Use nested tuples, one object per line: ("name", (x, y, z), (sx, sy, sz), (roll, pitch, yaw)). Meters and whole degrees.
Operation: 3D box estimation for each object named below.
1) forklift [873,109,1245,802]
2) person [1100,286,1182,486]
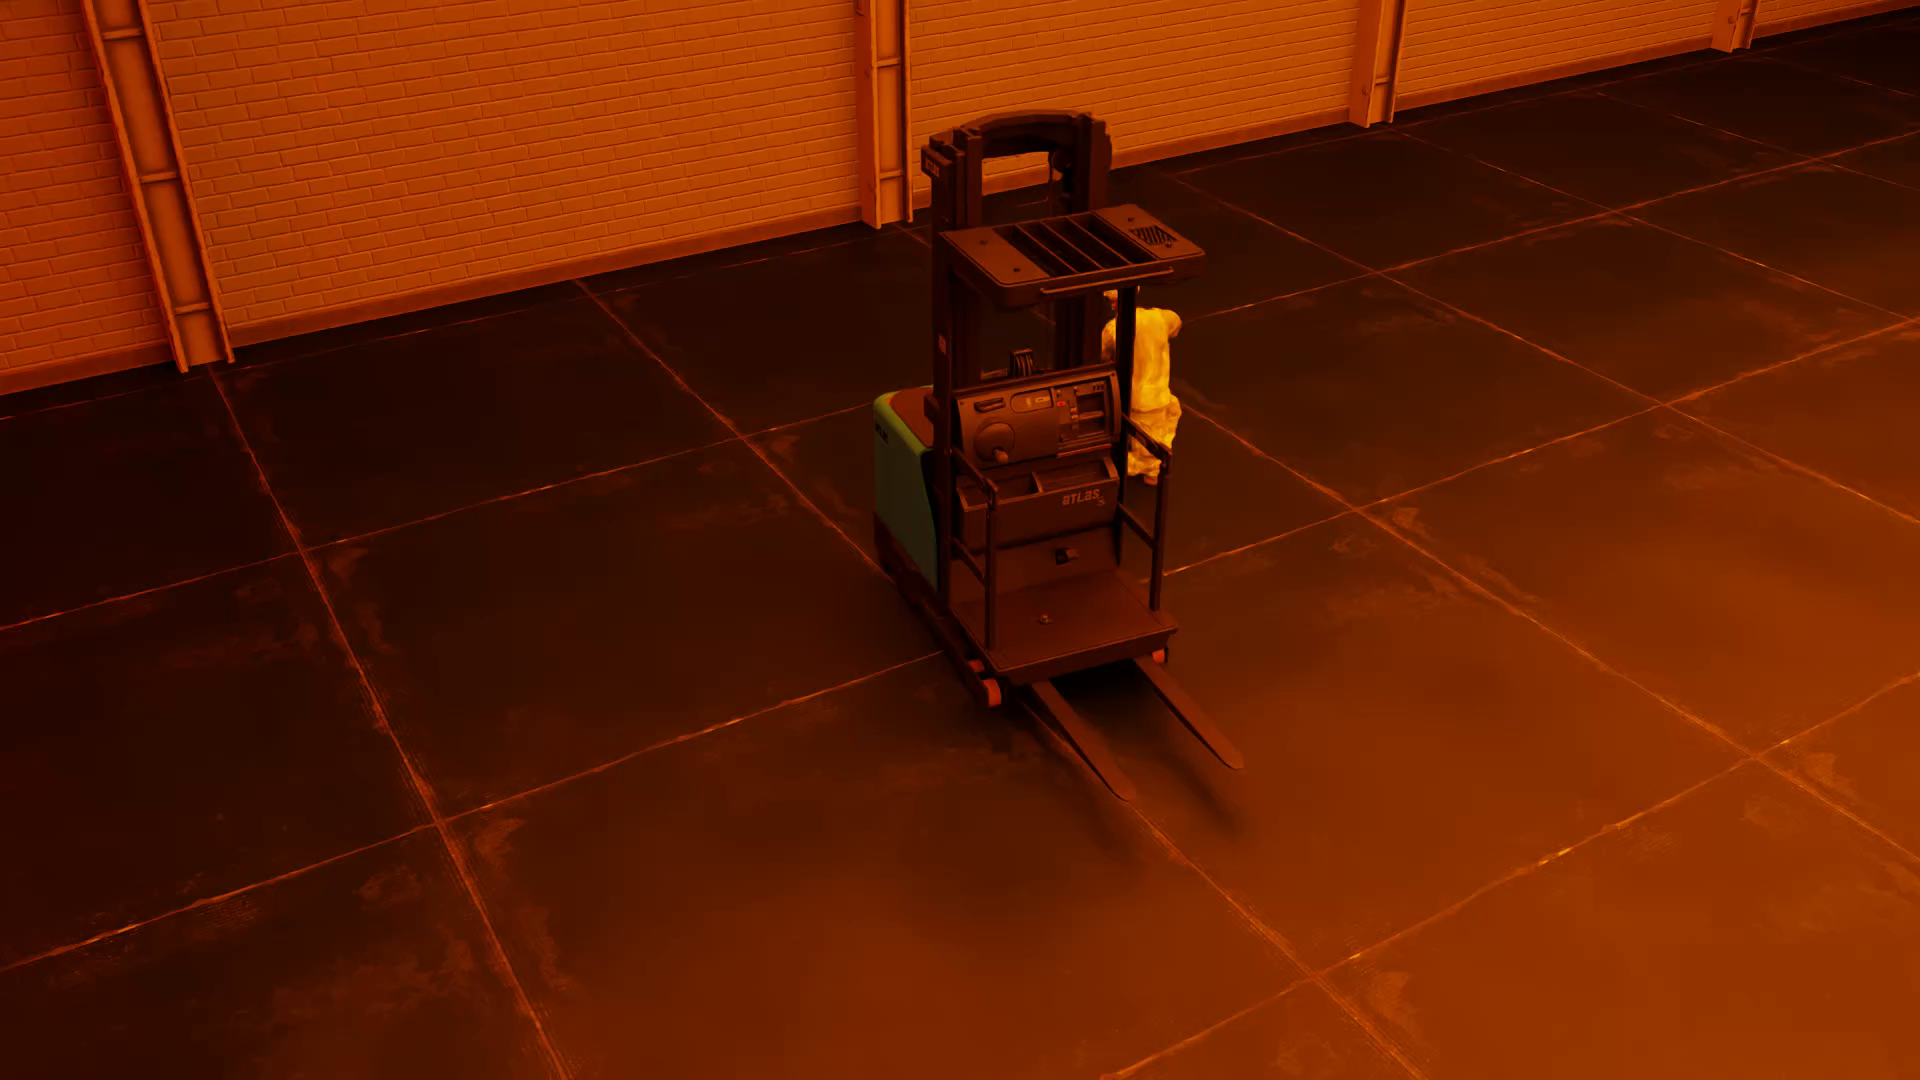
("forklift", (0.510, -0.597, 8.644), (1.130, 2.935, 3.031), (-12, 33, -20))
("person", (1.036, -0.990, 10.724), (0.685, 1.540, 0.953), (27, 40, 37))
